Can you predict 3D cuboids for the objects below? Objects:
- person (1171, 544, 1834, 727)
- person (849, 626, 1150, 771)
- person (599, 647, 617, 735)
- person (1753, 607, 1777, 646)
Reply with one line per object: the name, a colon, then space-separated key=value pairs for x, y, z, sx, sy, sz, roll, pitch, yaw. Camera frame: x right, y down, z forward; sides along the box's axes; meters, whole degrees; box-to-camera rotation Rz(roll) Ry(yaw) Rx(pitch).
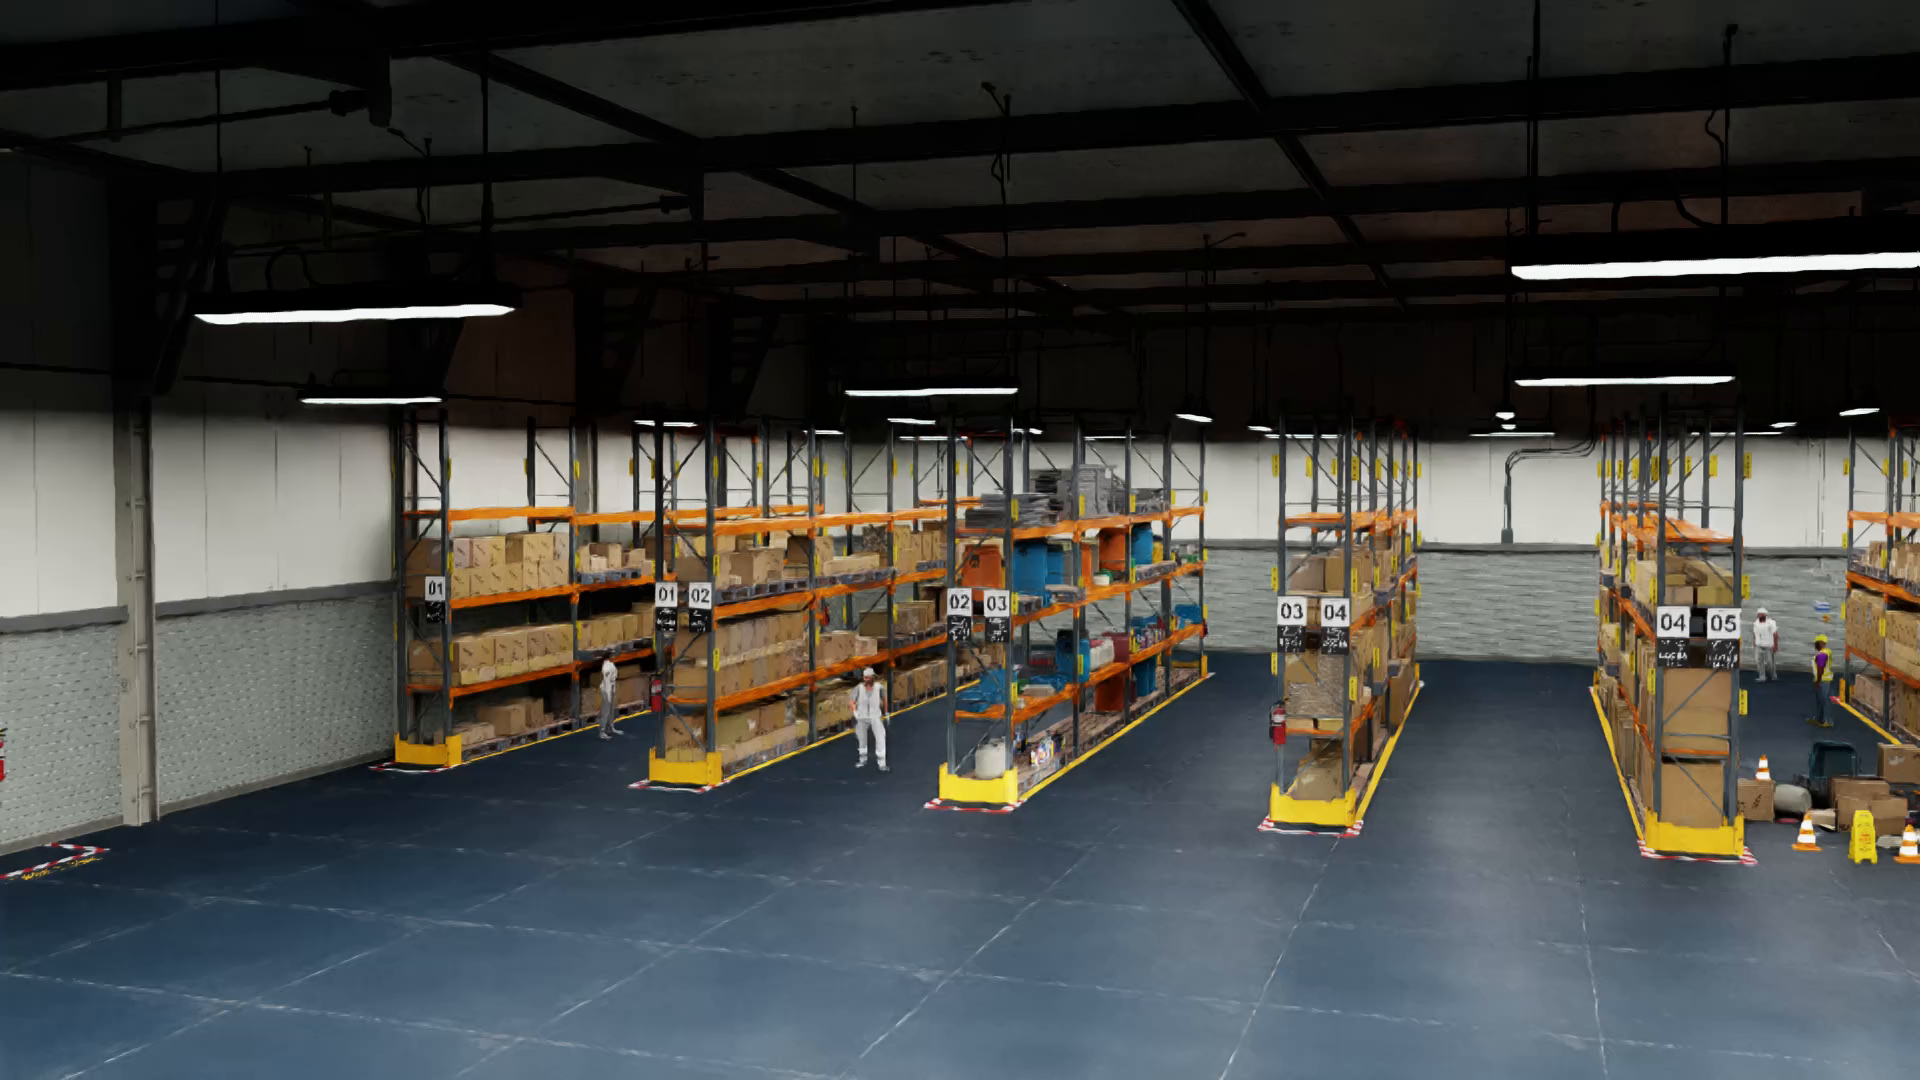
person: x=10.873 y=1.849 z=36.190 sx=14.619 sy=3.169 sz=0.667 roll=2 pitch=3 yaw=34
person: x=1.128 y=2.784 z=31.415 sx=5.808 sy=1.716 sz=8.582 roll=0 pitch=2 yaw=1
person: x=-6.526 y=2.787 z=30.858 sx=0.335 sy=1.607 sz=0.547 roll=0 pitch=2 yaw=-8
person: x=18.903 y=2.028 z=39.098 sx=0.382 sy=0.895 sz=0.576 roll=-2 pitch=3 yaw=-36
